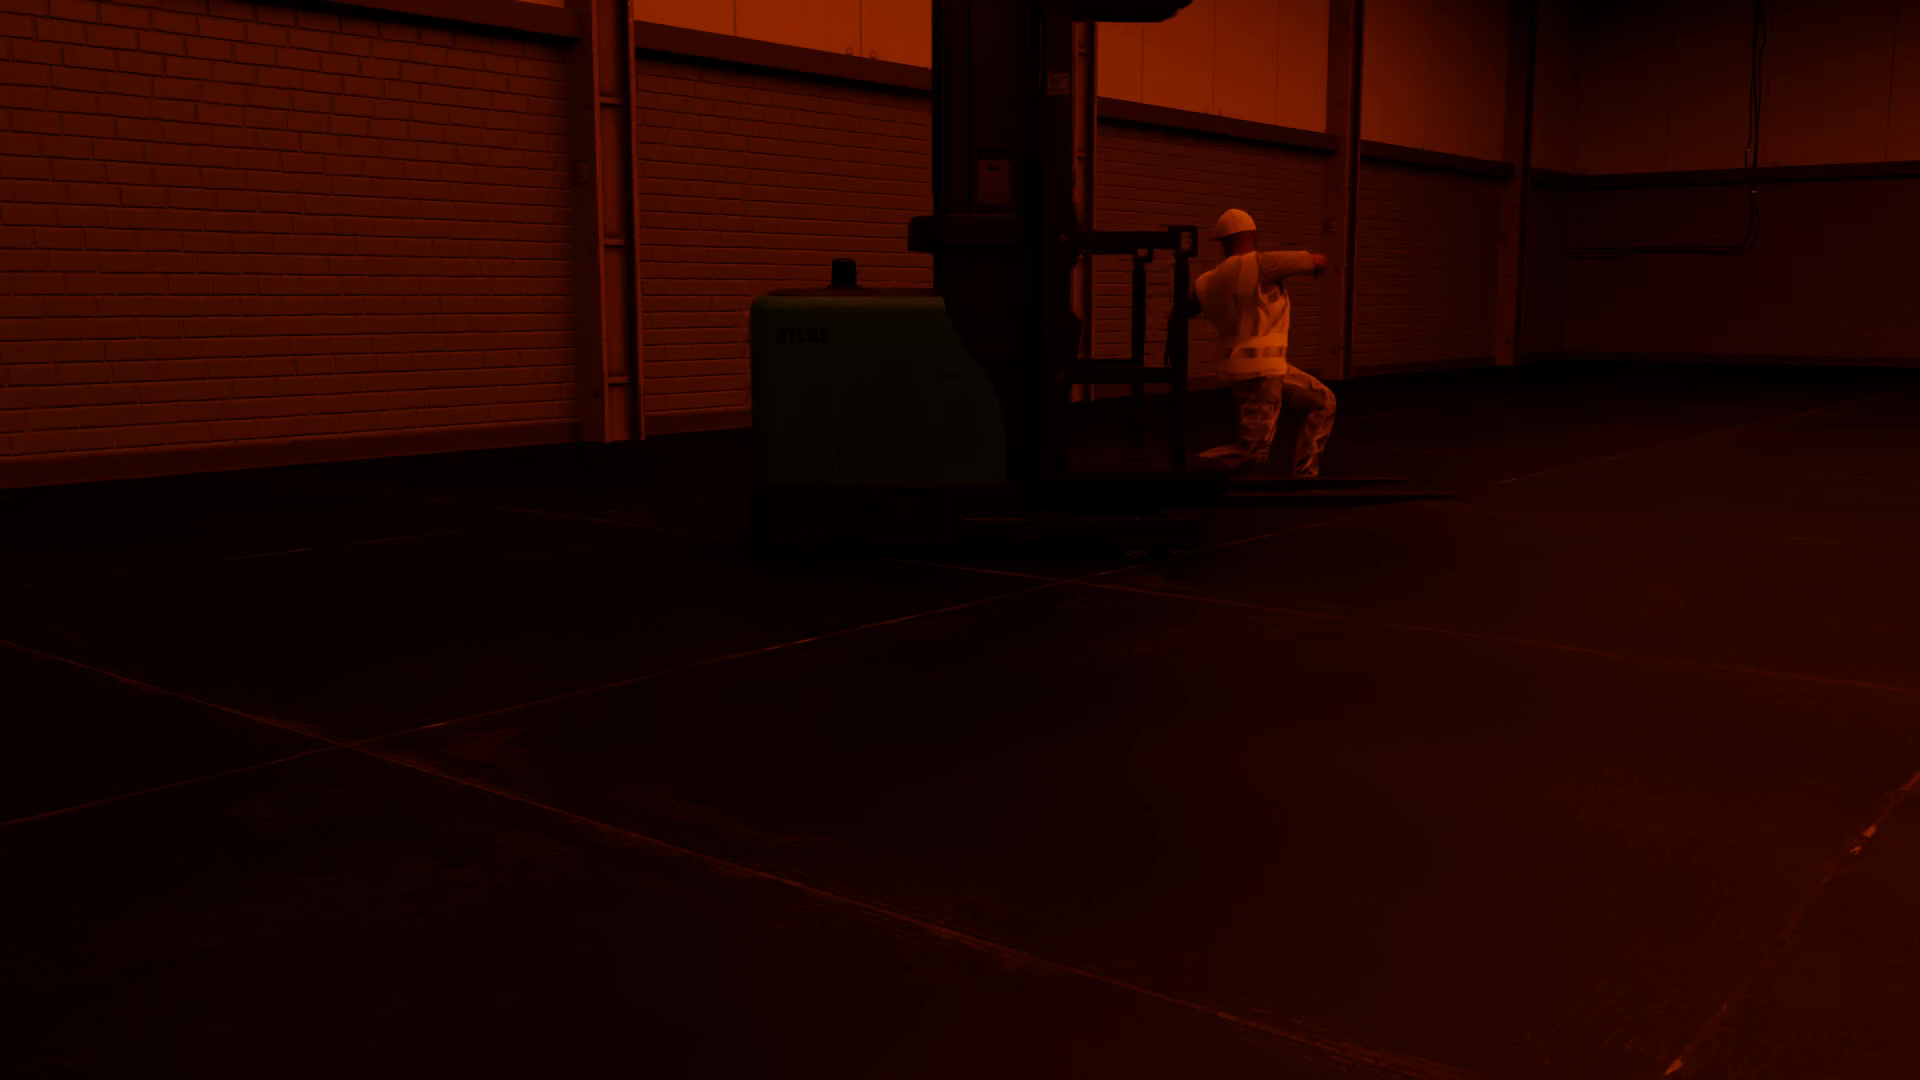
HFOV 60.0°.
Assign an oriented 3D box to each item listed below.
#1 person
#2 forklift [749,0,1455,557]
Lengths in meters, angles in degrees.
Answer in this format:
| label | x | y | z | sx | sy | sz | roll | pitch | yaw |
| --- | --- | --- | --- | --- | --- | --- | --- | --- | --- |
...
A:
| label | x | y | z | sx | sy | sz | roll | pitch | yaw |
| --- | --- | --- | --- | --- | --- | --- | --- | --- | --- |
| person | 1.498 | -0.941 | 8.736 | 0.960 | 1.561 | 0.894 | -1 | 8 | -5 |
| forklift | 0.609 | -1.457 | 7.240 | 3.031 | 2.935 | 1.130 | -1 | 8 | -4 |
